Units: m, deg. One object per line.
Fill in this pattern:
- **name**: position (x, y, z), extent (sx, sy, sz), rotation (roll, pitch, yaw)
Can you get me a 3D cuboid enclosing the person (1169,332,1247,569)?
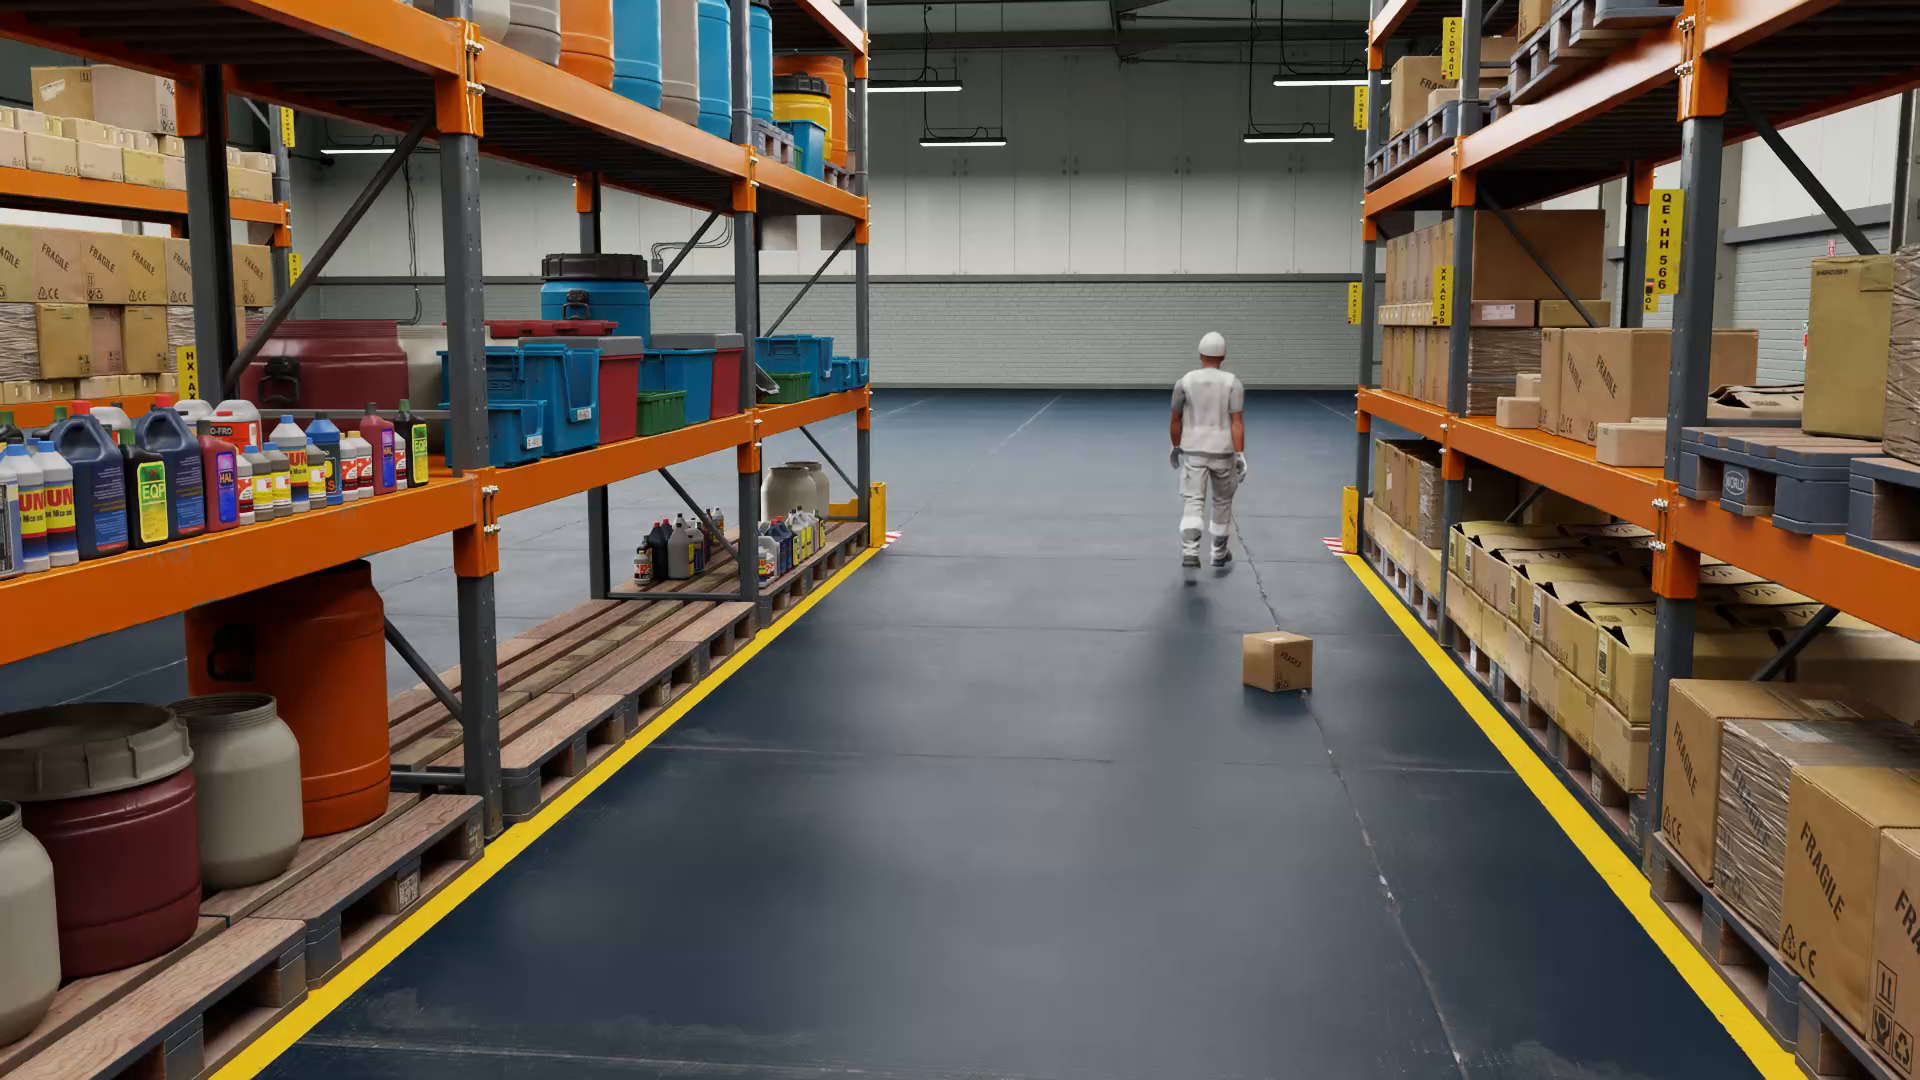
- **person**: position (1.807, -0.638, 12.107), extent (0.583, 1.747, 1.035), rotation (2, 8, 13)
